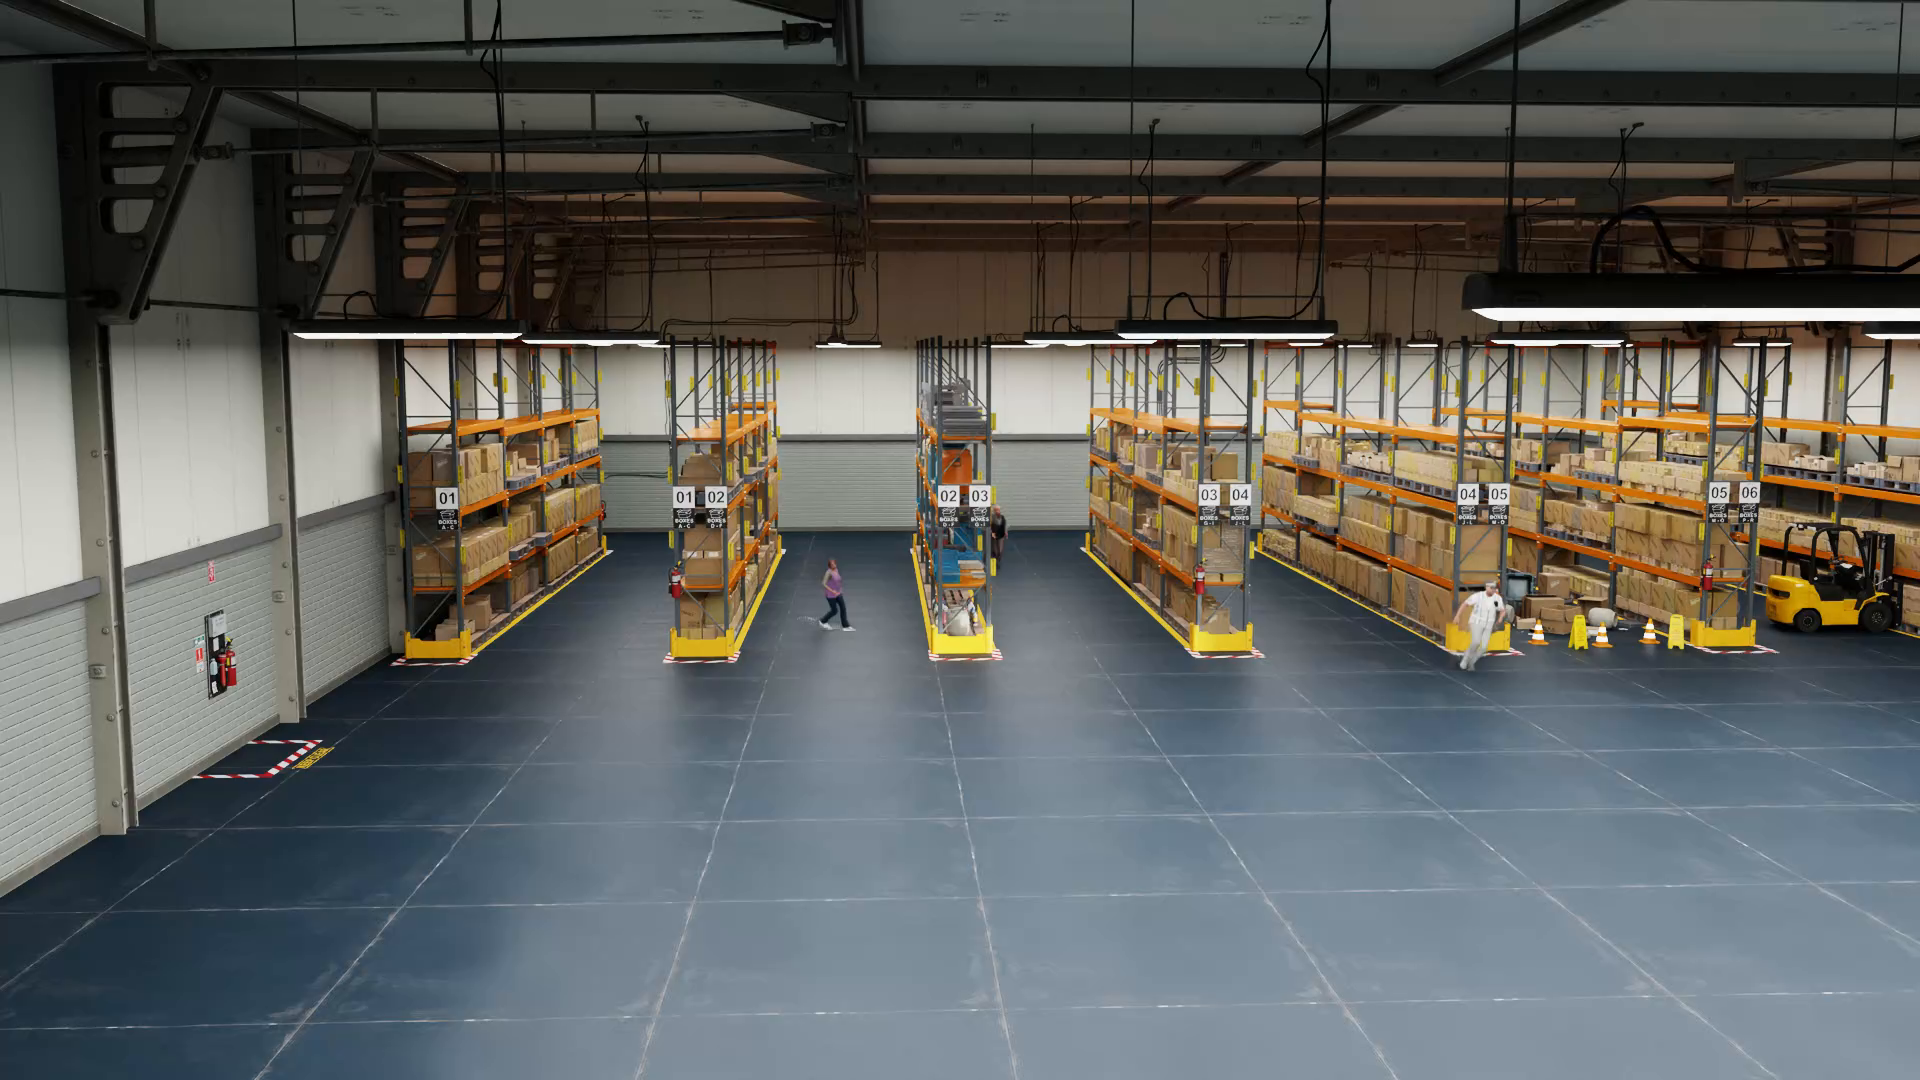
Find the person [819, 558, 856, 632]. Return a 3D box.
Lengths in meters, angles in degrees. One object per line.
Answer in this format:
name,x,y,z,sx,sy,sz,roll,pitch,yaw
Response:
person,-2.594,1.123,33.765,0.774,1.541,0.638,3,7,28

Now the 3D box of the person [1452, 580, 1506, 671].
person,9.371,1.548,29.784,0.856,1.683,0.674,-1,7,-12

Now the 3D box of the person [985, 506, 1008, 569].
person,0.947,-0.075,43.906,0.660,1.653,0.636,-2,7,-20
